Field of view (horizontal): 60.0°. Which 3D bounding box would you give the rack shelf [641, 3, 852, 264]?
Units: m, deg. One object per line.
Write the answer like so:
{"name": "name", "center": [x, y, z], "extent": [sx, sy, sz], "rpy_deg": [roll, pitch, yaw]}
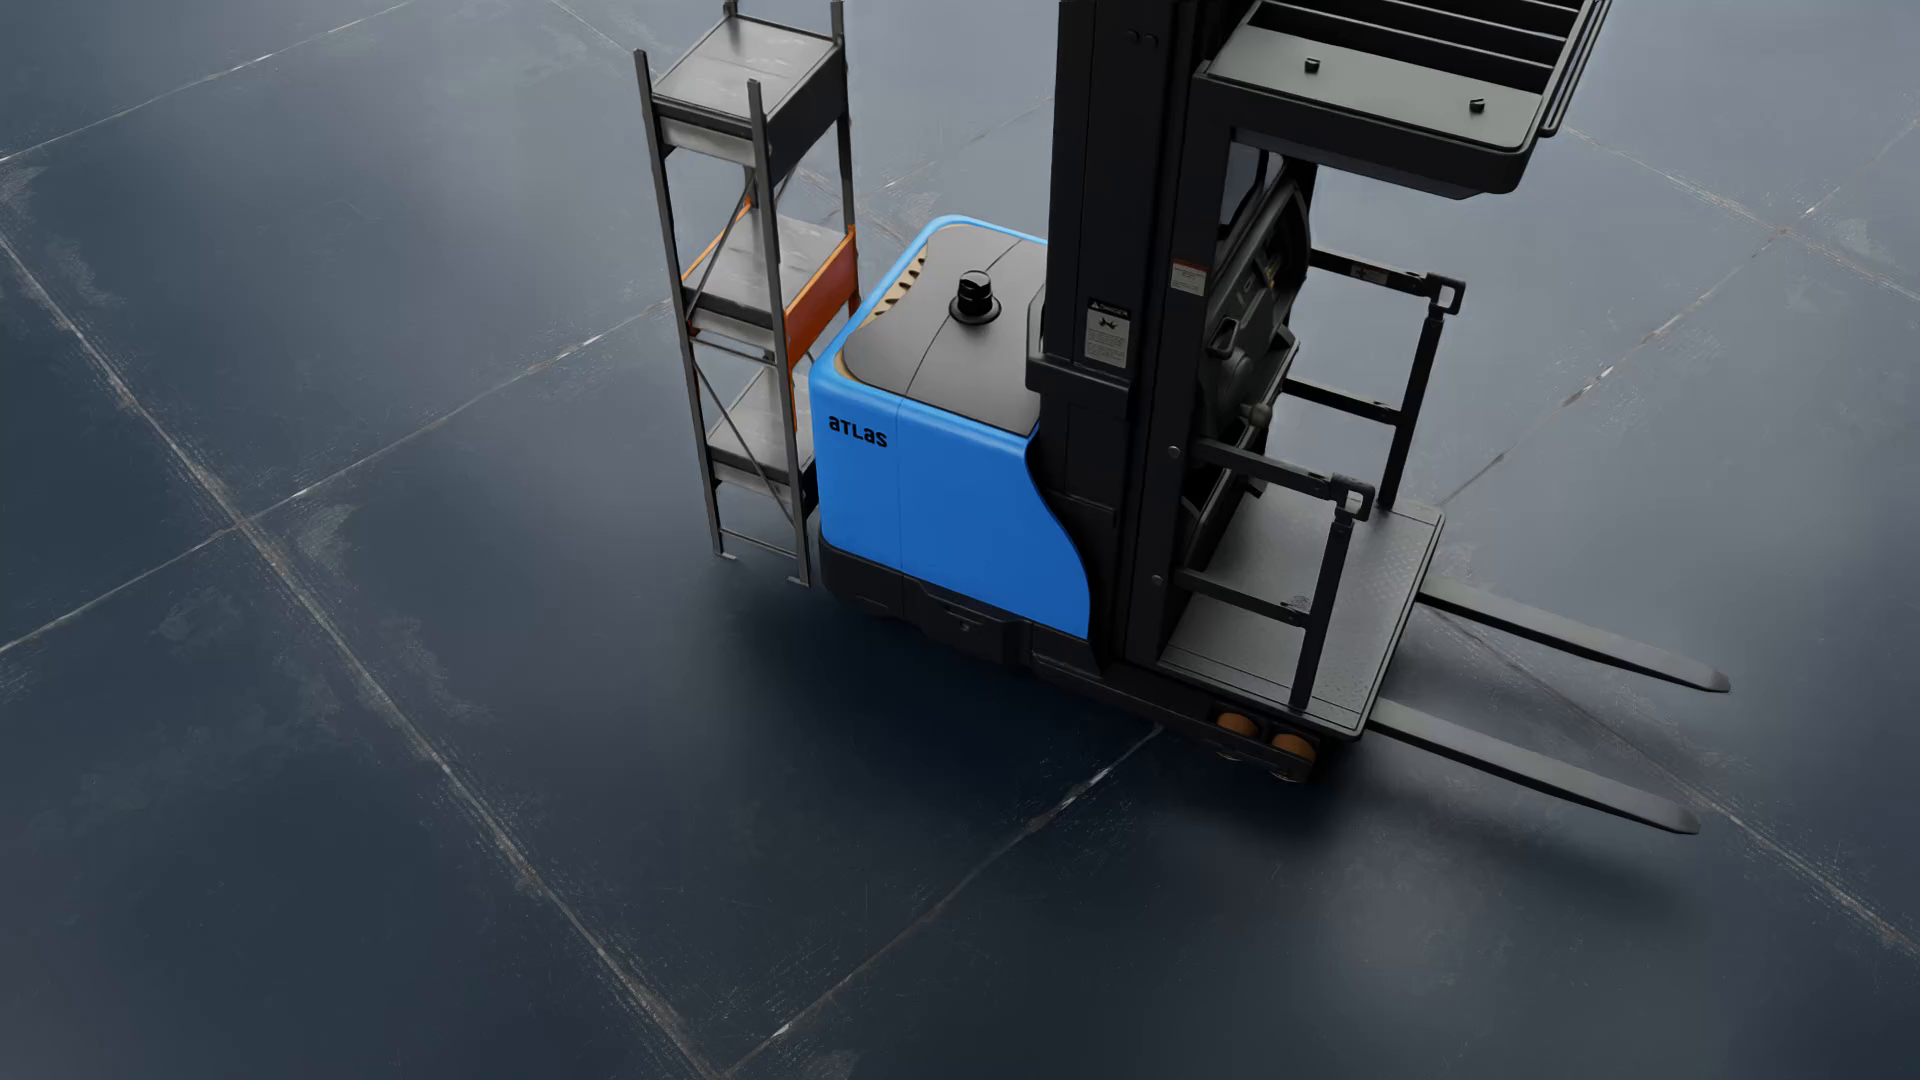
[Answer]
{"name": "rack shelf", "center": [-0.630, -1.230, 5.023], "extent": [0.431, 0.518, 0.480], "rpy_deg": [19, 50, 16]}

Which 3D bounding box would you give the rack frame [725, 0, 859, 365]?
{"name": "rack frame", "center": [-0.528, -0.928, 5.677], "extent": [0.400, 2.100, 0.015], "rpy_deg": [19, 50, 16]}

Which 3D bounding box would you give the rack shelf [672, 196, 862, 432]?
{"name": "rack shelf", "center": [-0.630, -0.756, 5.537], "extent": [0.431, 0.518, 0.480], "rpy_deg": [19, 50, 16]}

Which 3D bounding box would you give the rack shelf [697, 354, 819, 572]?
{"name": "rack shelf", "center": [-0.630, -0.281, 6.052], "extent": [0.431, 0.518, 0.480], "rpy_deg": [19, 50, 16]}

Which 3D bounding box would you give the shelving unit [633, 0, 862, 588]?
{"name": "shelving unit", "center": [-0.630, -0.765, 5.527], "extent": [0.431, 2.100, 0.503], "rpy_deg": [19, 50, 16]}

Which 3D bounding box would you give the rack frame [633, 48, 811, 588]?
{"name": "rack frame", "center": [-0.732, -0.602, 5.377], "extent": [0.400, 2.100, 0.015], "rpy_deg": [19, 50, 16]}

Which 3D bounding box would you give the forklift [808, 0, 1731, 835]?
{"name": "forklift", "center": [1.053, -0.643, 4.849], "extent": [3.031, 2.935, 1.130], "rpy_deg": [20, 50, 17]}
